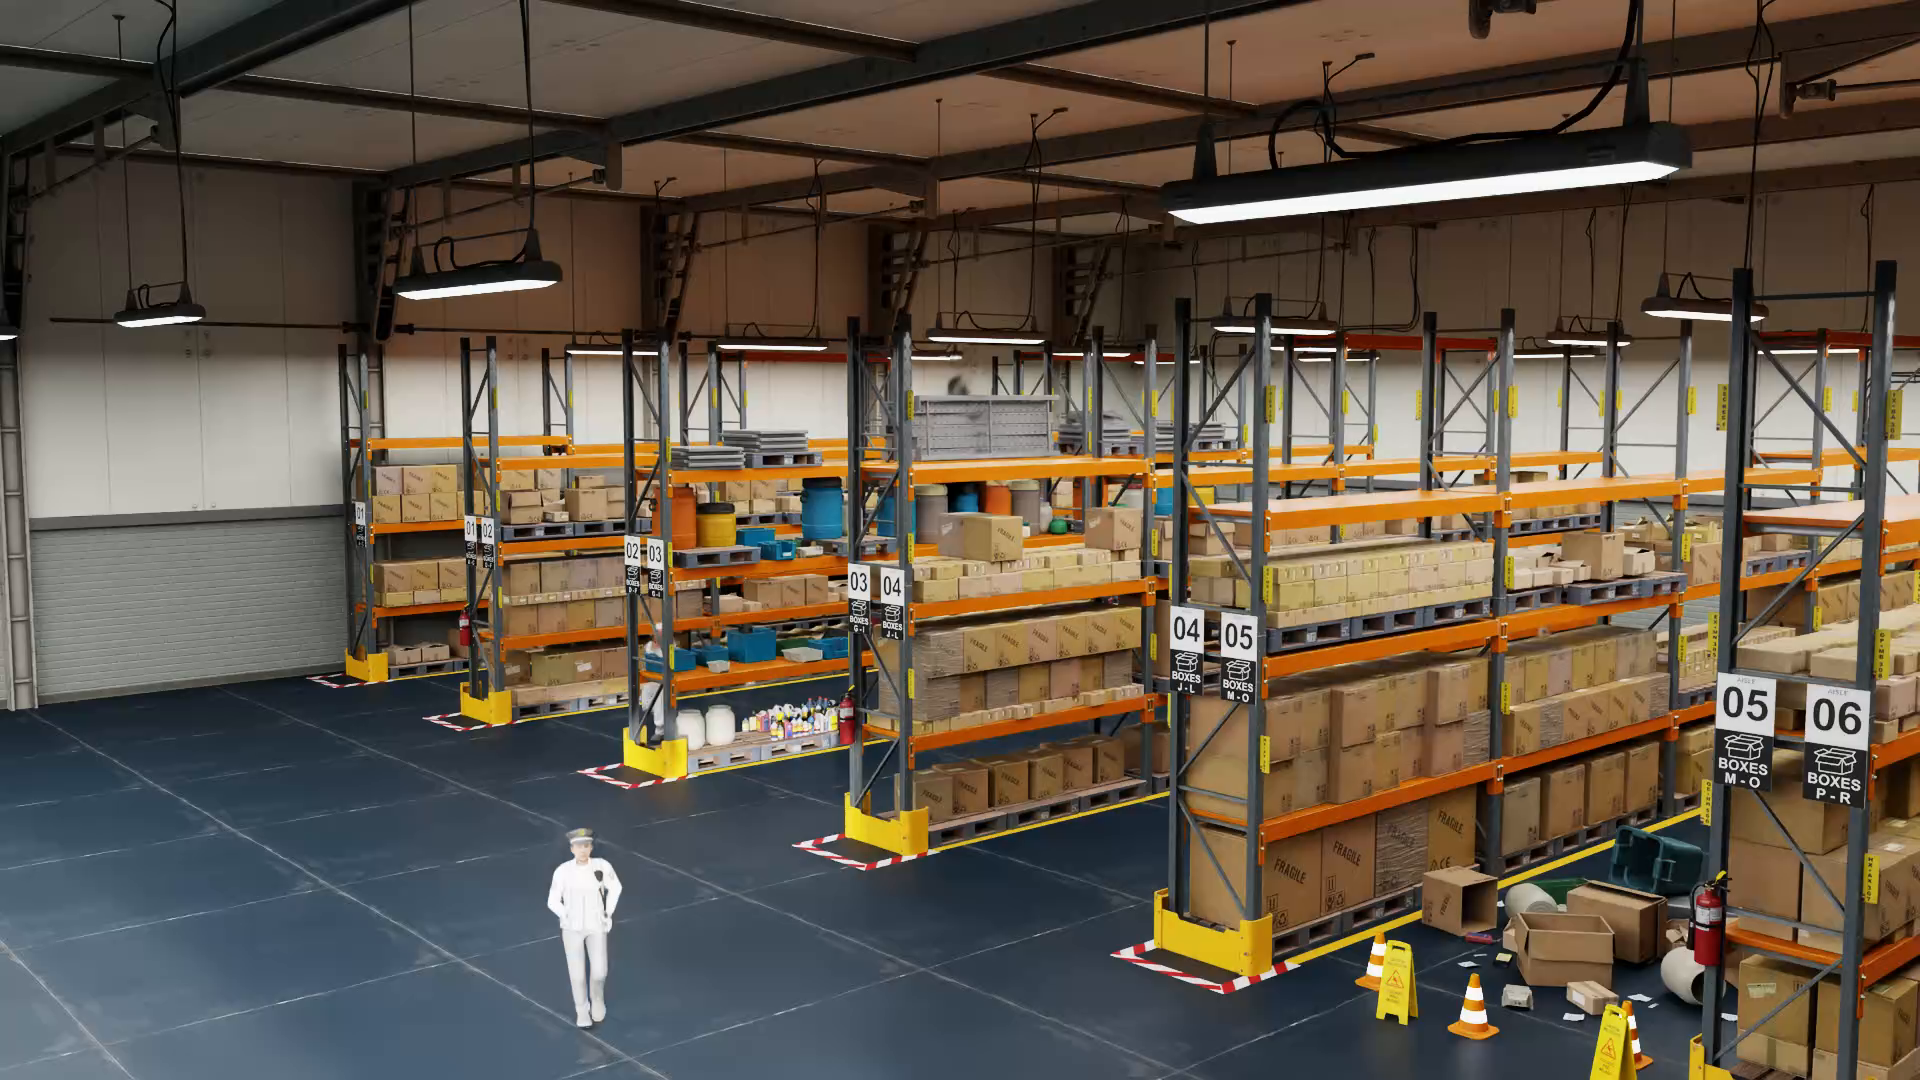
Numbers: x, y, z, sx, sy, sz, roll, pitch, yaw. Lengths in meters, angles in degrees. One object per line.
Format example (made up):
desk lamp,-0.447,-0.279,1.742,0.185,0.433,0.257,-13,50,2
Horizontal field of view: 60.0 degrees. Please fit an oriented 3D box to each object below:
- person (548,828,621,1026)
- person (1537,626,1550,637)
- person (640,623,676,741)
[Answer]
person,-3.015,3.134,13.392,0.585,1.654,0.565,-1,5,-13
person,8.757,2.093,24.982,0.662,1.686,0.698,4,7,39
person,-4.480,2.097,24.635,0.662,1.739,0.545,2,6,24
